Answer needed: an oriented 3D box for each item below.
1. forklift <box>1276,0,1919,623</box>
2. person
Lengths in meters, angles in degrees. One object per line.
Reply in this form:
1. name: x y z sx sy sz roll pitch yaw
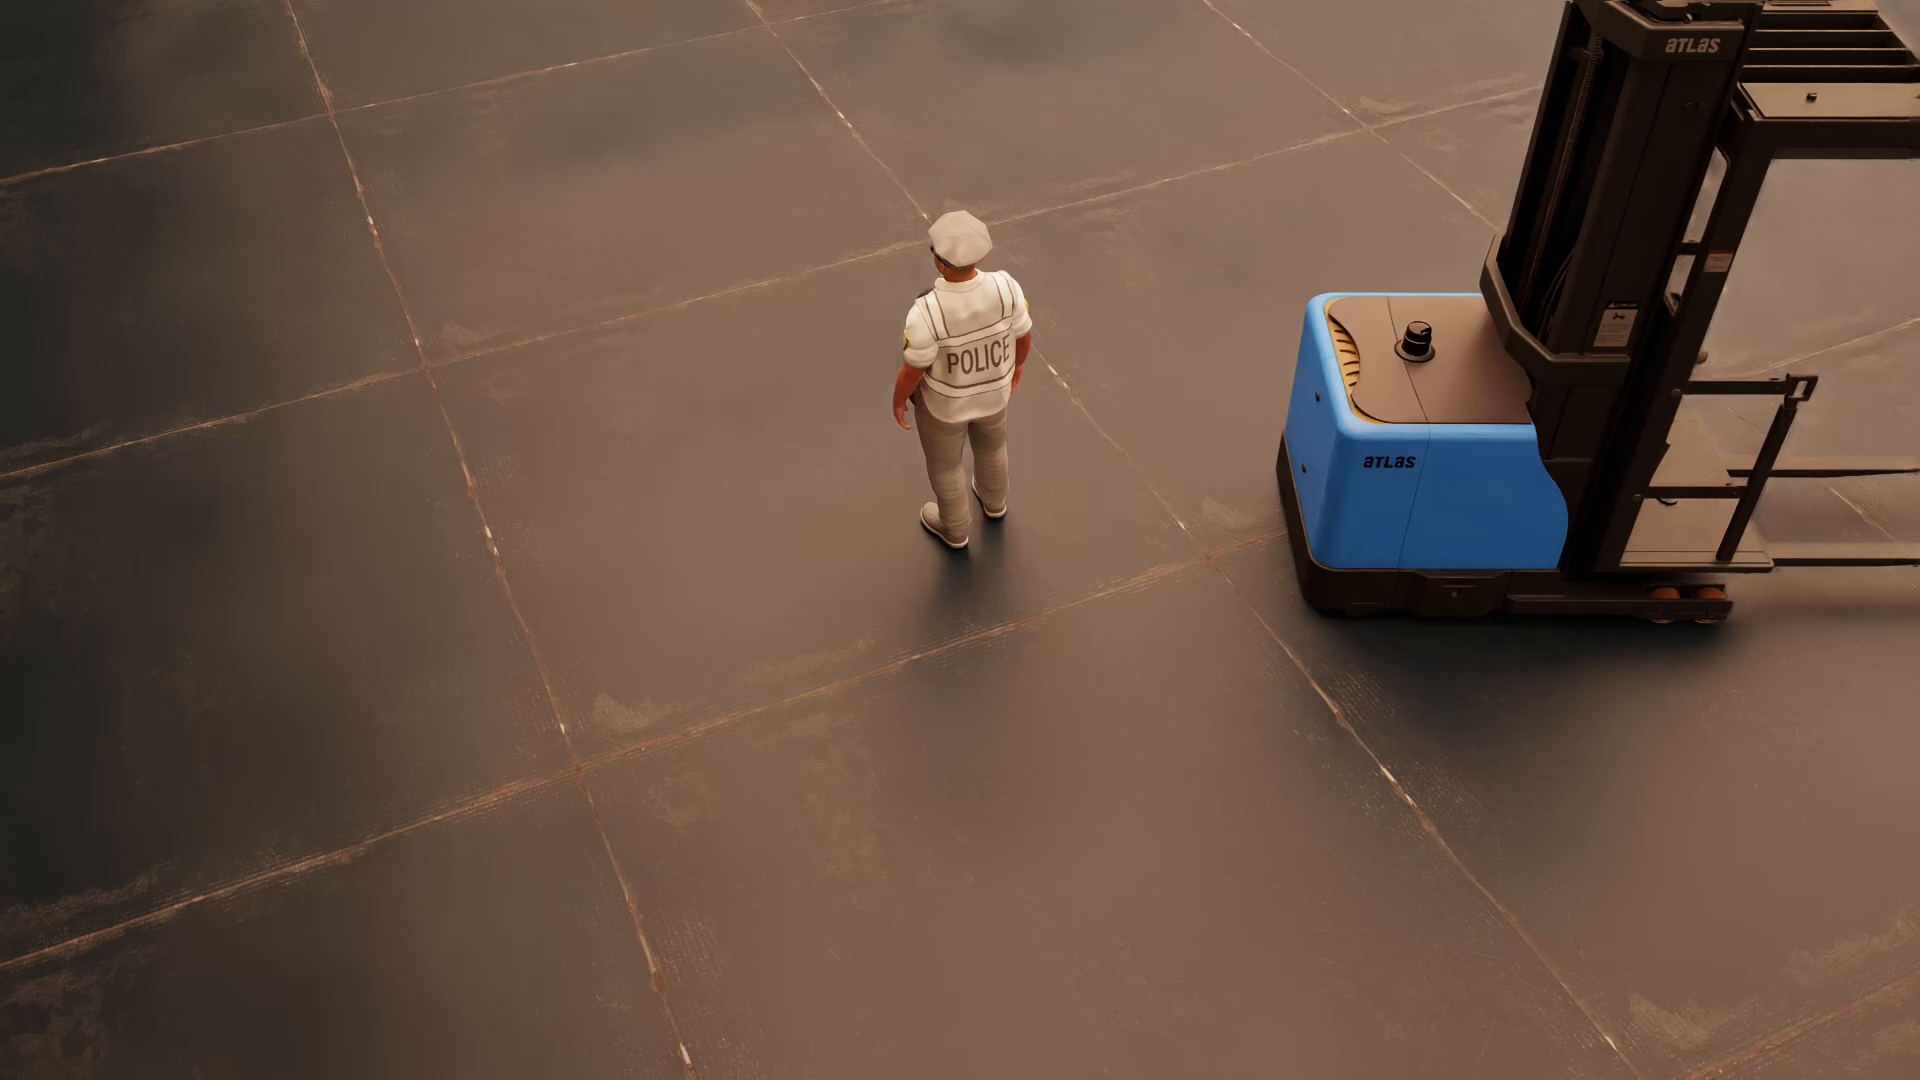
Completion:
1. forklift: 3.049 -1.065 6.821 3.031 2.935 1.130 0 43 0
2. person: -0.022 -0.709 7.270 0.641 1.780 0.574 -18 46 -18
